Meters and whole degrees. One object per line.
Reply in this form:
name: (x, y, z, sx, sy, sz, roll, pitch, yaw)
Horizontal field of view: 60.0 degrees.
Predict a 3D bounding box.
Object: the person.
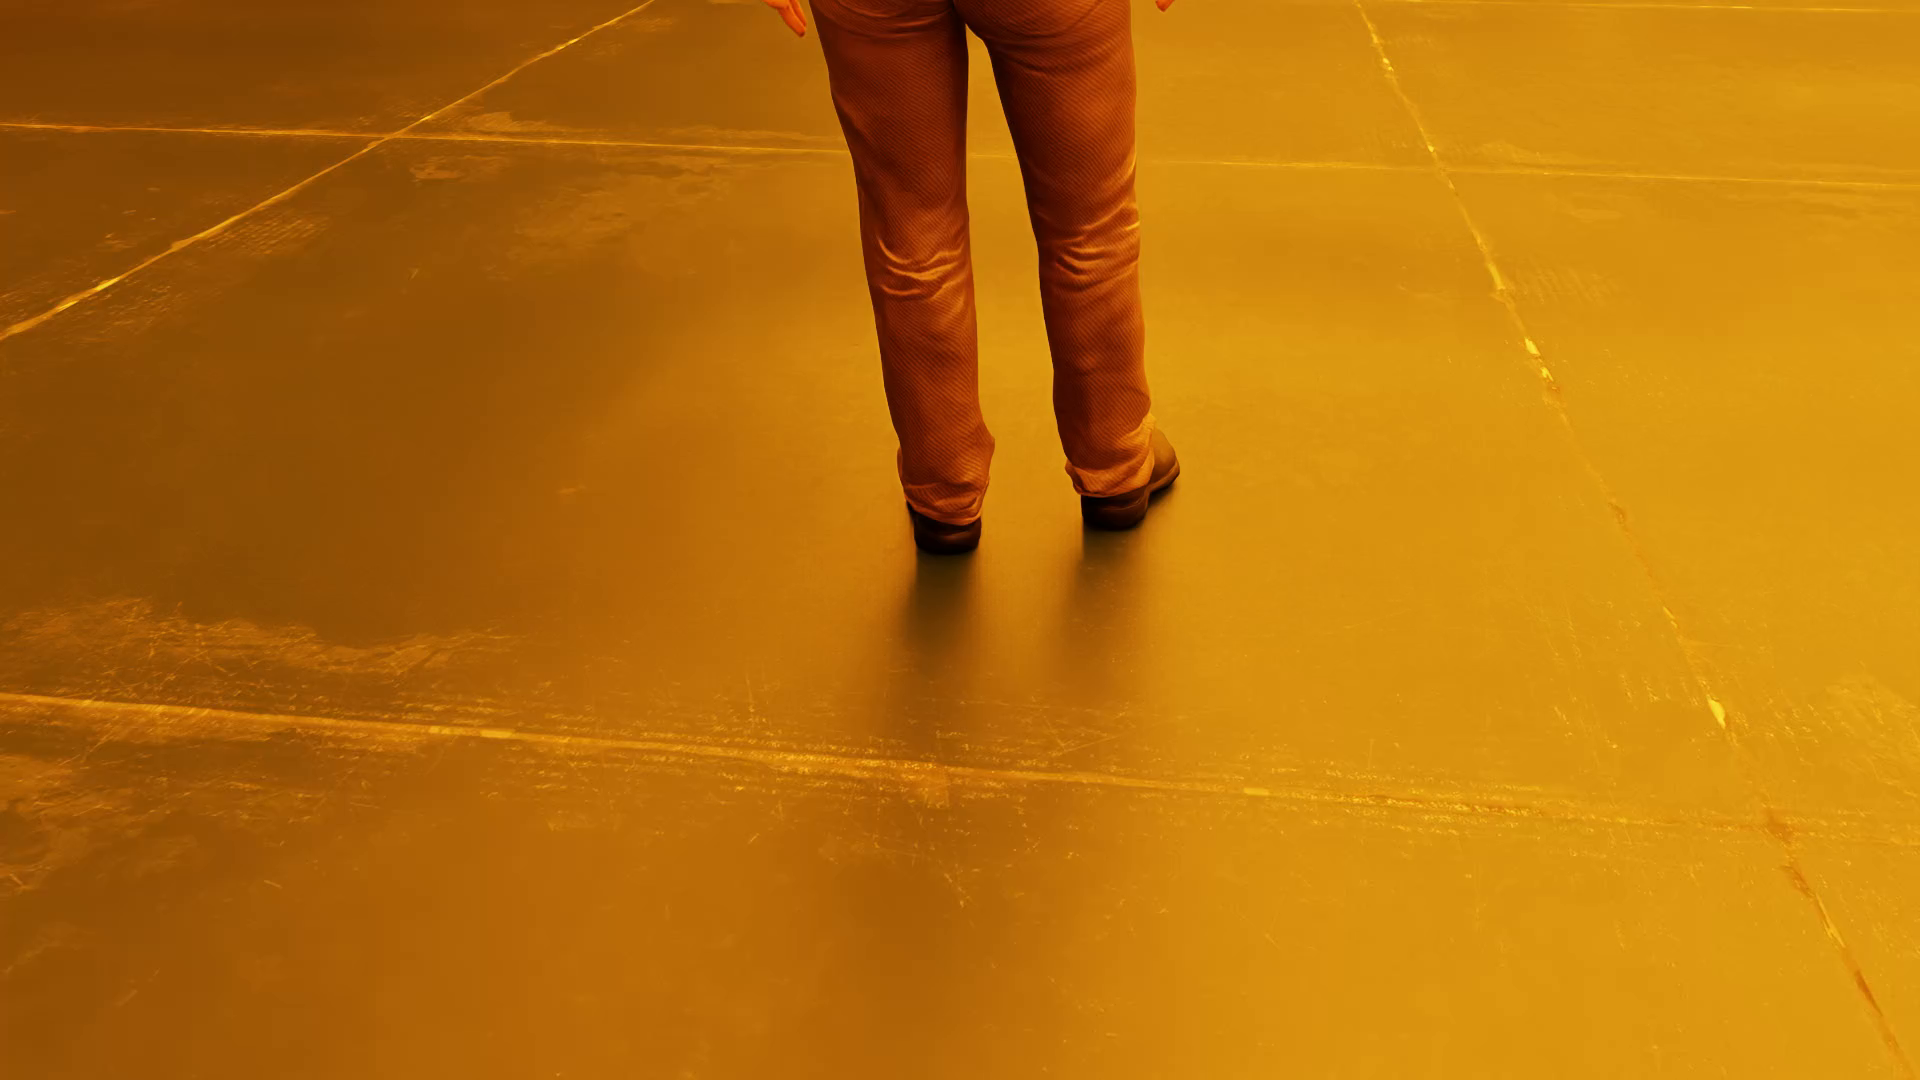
person: (0.015, -0.804, 2.168, 0.633, 1.722, 0.566, 3, 27, 7)
